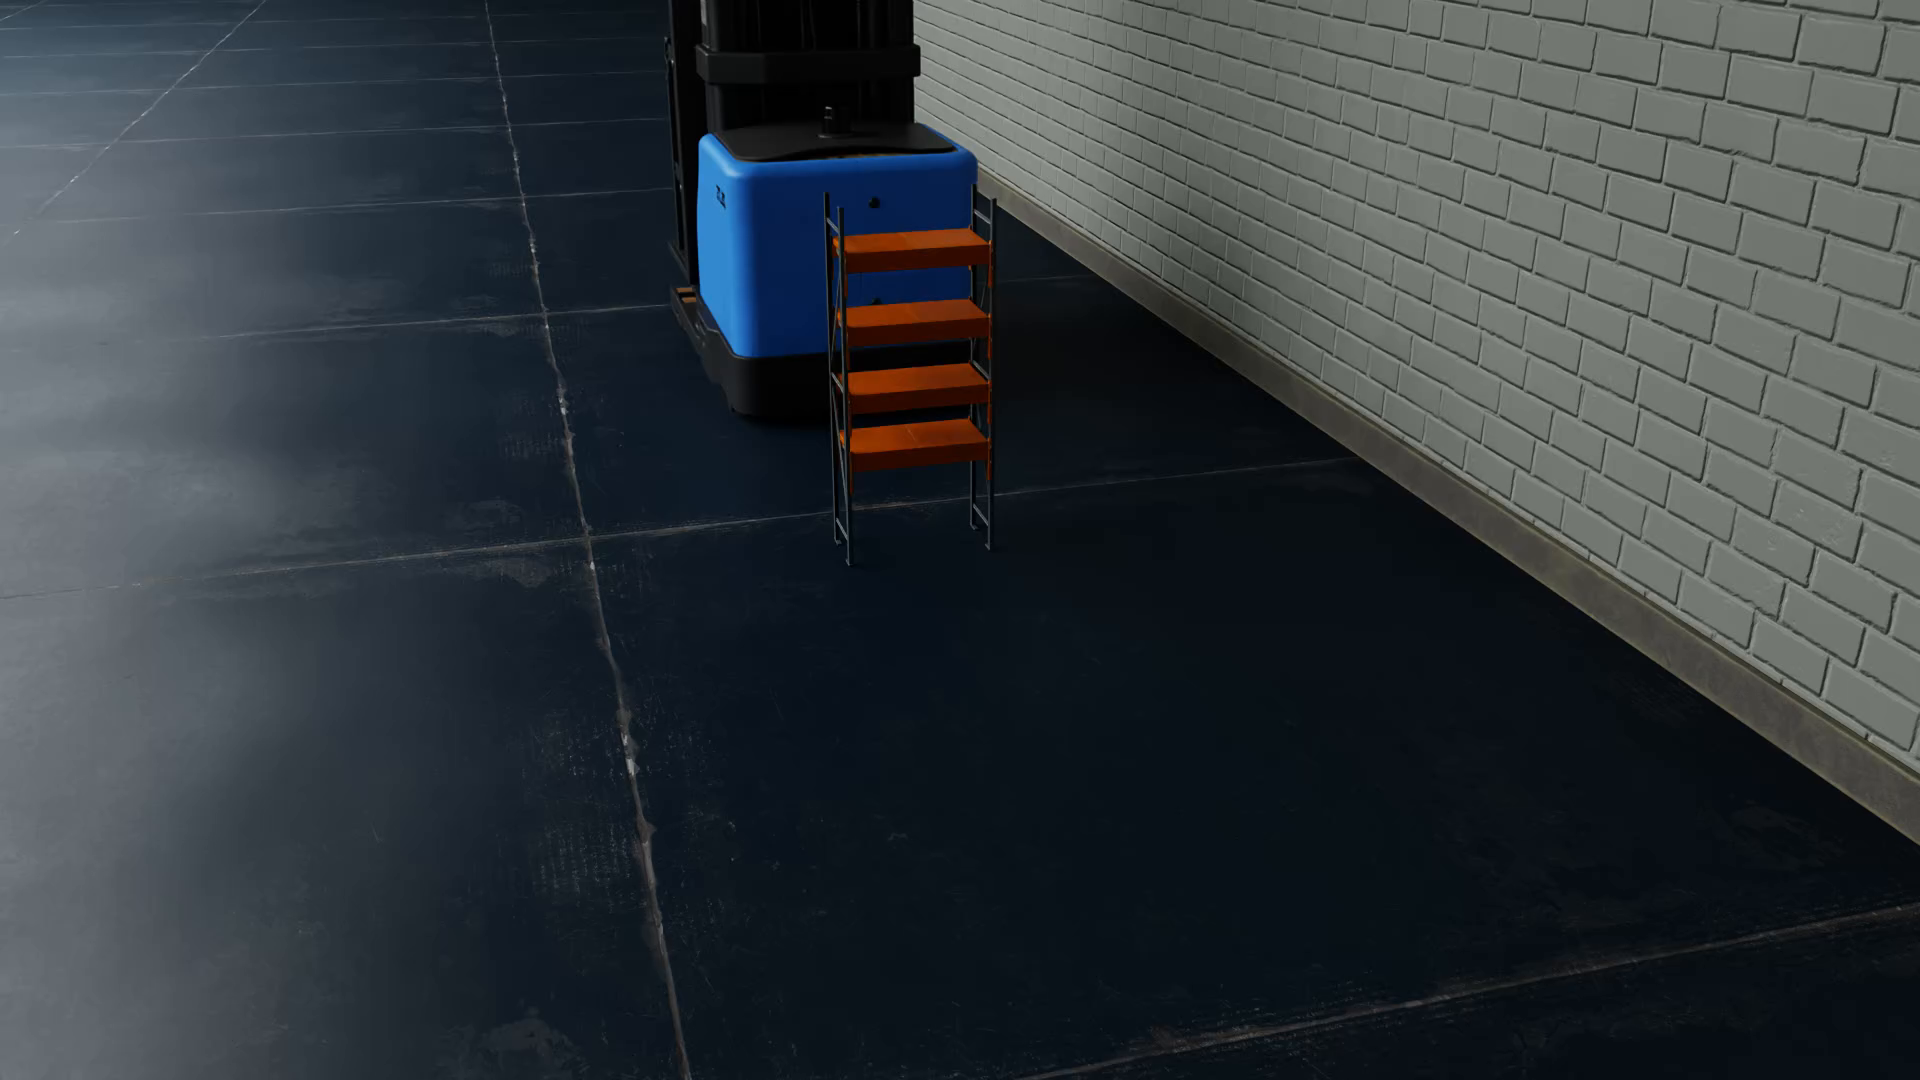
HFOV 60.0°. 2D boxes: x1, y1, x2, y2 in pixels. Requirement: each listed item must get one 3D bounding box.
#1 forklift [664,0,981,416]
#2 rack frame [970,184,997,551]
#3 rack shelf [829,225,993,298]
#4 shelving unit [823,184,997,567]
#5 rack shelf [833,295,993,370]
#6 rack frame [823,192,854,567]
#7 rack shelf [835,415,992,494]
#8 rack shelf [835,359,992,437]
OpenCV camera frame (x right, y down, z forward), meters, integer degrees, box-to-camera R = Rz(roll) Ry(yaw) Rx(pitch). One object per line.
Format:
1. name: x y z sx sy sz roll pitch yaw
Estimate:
1. forklift: -0.816 -2.406 7.640 1.130 2.935 3.031 -7 24 -15
2. rack frame: 0.076 -0.560 5.533 0.015 1.200 0.240 -6 24 -14
3. rack shelf: -0.159 -0.895 5.317 0.480 0.148 0.258 -6 24 -14
4. shelving unit: -0.159 -0.534 5.472 0.503 1.200 0.258 -6 24 -14
5. rack shelf: -0.159 -0.678 5.411 0.480 0.148 0.258 -6 24 -14
6. rack frame: -0.394 -0.508 5.412 0.015 1.200 0.240 -6 24 -14
7. rack shelf: -0.159 -0.289 5.577 0.480 0.148 0.258 -6 24 -14
8. rack shelf: -0.159 -0.472 5.499 0.480 0.148 0.258 -6 24 -14
